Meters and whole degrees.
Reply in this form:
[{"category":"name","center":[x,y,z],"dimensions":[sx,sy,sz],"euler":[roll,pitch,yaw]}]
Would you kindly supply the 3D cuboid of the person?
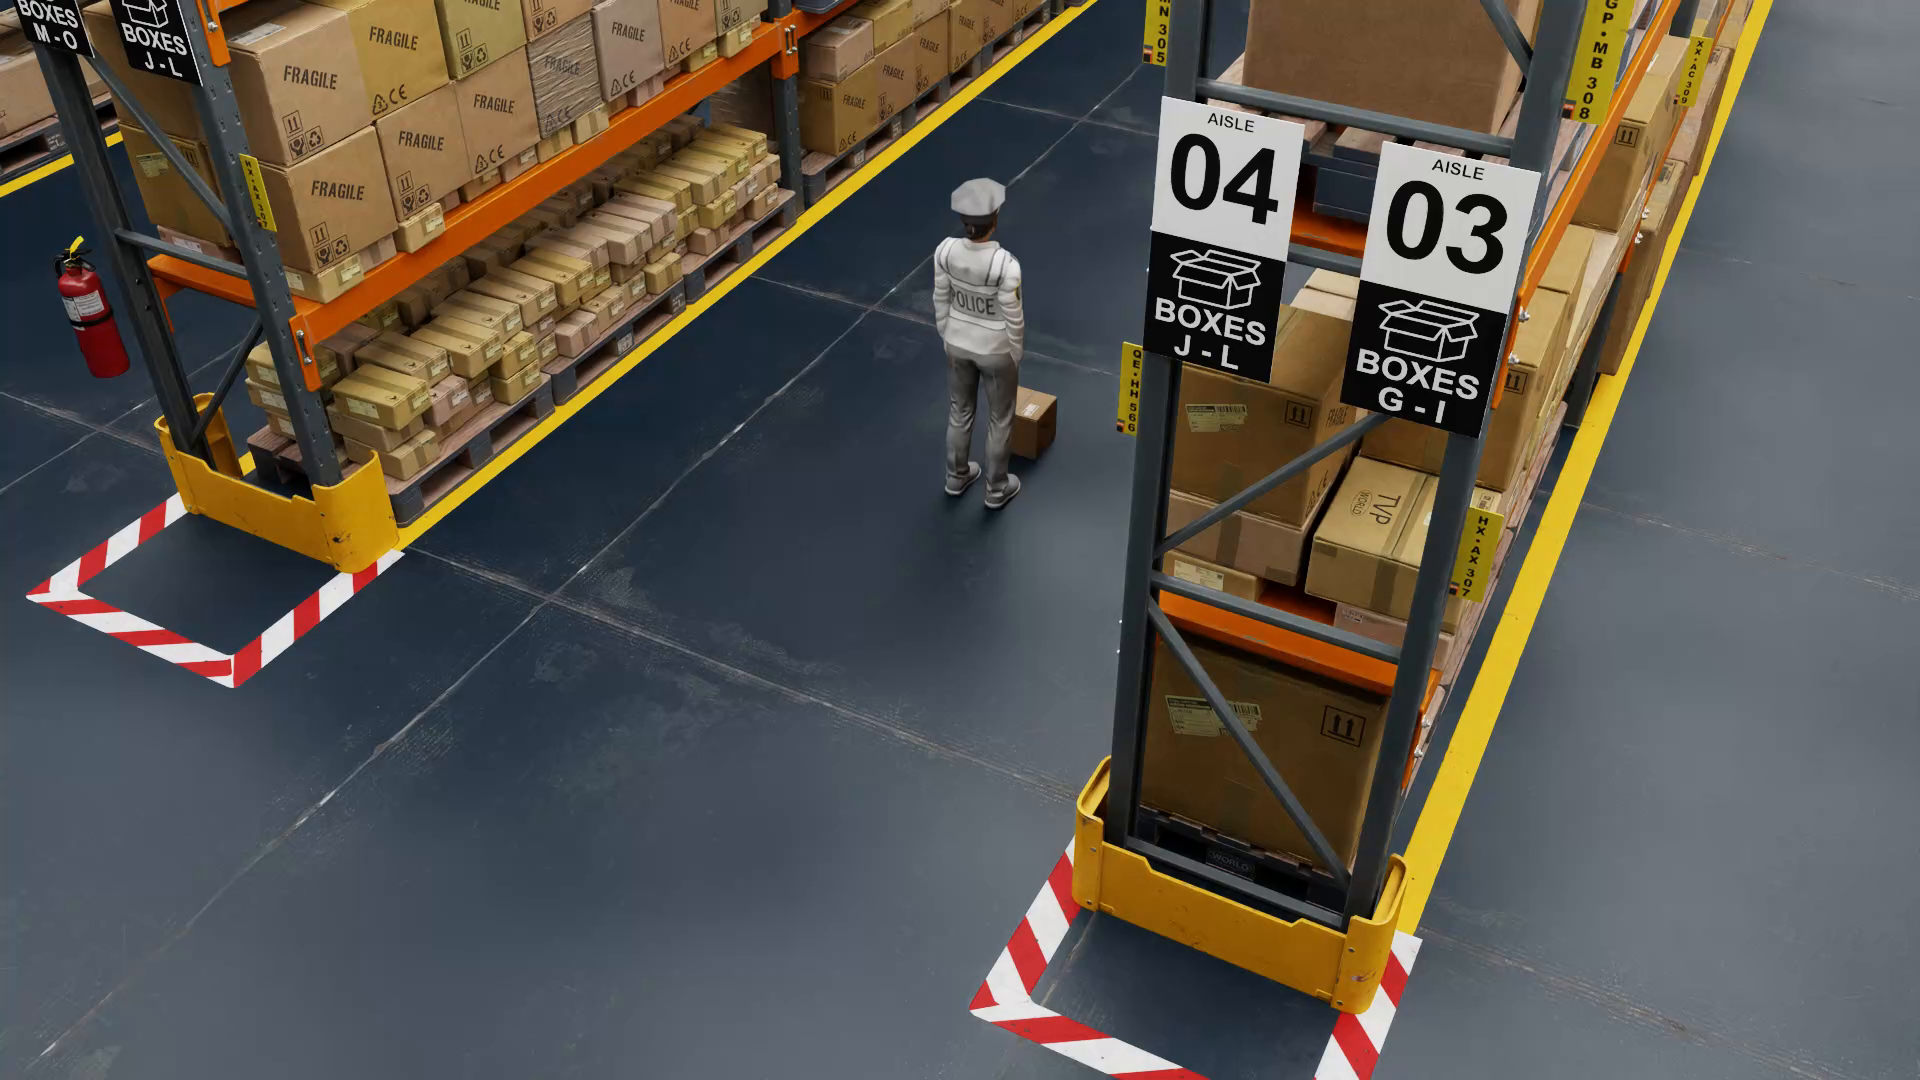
[{"category":"person","center":[0.101,-0.922,7.914],"dimensions":[0.466,1.675,0.334],"euler":[19,42,22]}]
